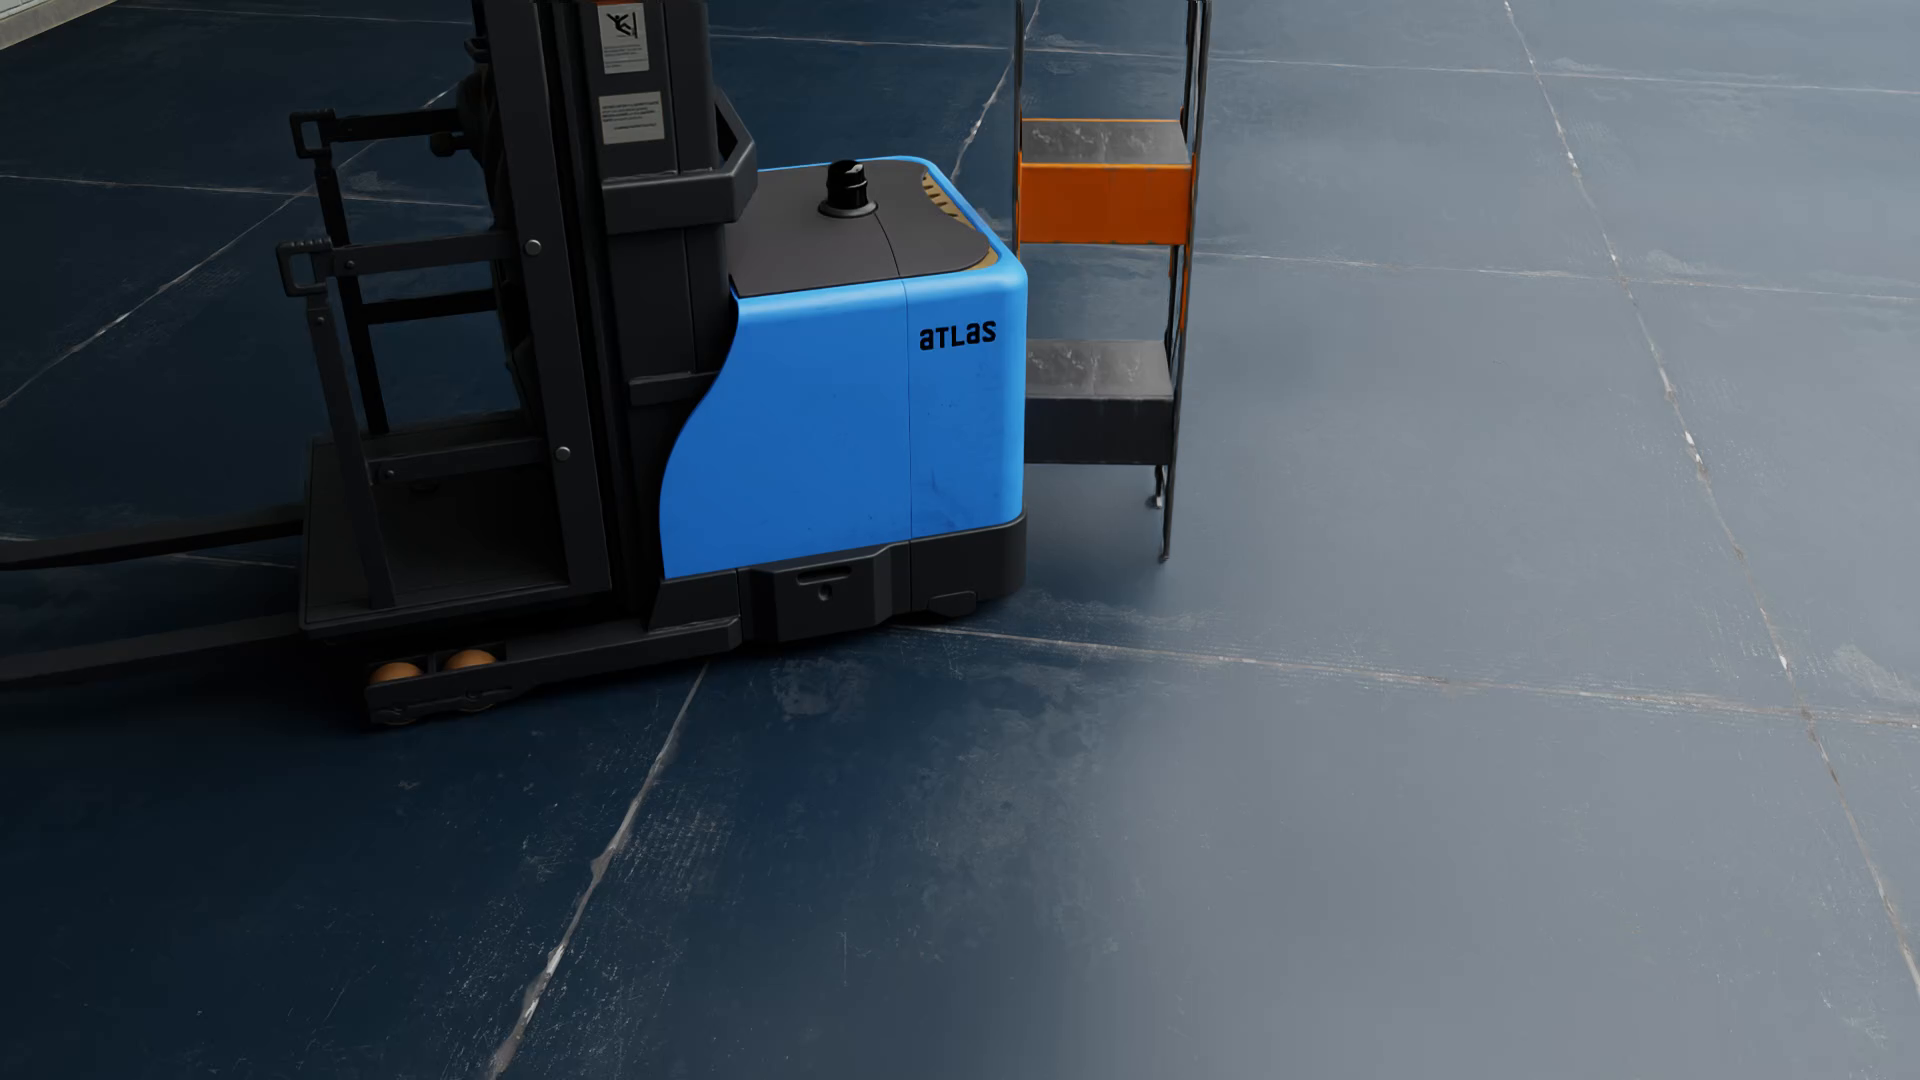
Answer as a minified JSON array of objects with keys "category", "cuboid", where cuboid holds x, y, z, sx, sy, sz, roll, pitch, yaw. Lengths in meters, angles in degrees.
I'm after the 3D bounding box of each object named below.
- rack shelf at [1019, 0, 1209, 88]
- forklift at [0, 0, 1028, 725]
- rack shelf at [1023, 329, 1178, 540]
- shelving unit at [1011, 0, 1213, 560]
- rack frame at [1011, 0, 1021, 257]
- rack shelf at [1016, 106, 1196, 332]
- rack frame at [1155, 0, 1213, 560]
[{"category":"rack shelf","cuboid":[0.401,-1.519,4.404,0.480,0.518,0.431,1,32,2]},{"category":"forklift","cuboid":[-1.381,-1.060,4.181,3.031,2.935,1.130,-9,33,-15]},{"category":"rack shelf","cuboid":[0.401,-0.332,5.147,0.480,0.518,0.431,1,32,2]},{"category":"shelving unit","cuboid":[0.401,-0.937,4.768,0.503,2.100,0.431,1,32,2]},{"category":"rack frame","cuboid":[0.157,-0.941,4.775,0.015,2.100,0.400,1,32,2]},{"category":"rack shelf","cuboid":[0.401,-0.926,4.776,0.480,0.518,0.431,1,32,2]},{"category":"rack frame","cuboid":[0.645,-0.933,4.762,0.015,2.100,0.400,1,32,2]}]
